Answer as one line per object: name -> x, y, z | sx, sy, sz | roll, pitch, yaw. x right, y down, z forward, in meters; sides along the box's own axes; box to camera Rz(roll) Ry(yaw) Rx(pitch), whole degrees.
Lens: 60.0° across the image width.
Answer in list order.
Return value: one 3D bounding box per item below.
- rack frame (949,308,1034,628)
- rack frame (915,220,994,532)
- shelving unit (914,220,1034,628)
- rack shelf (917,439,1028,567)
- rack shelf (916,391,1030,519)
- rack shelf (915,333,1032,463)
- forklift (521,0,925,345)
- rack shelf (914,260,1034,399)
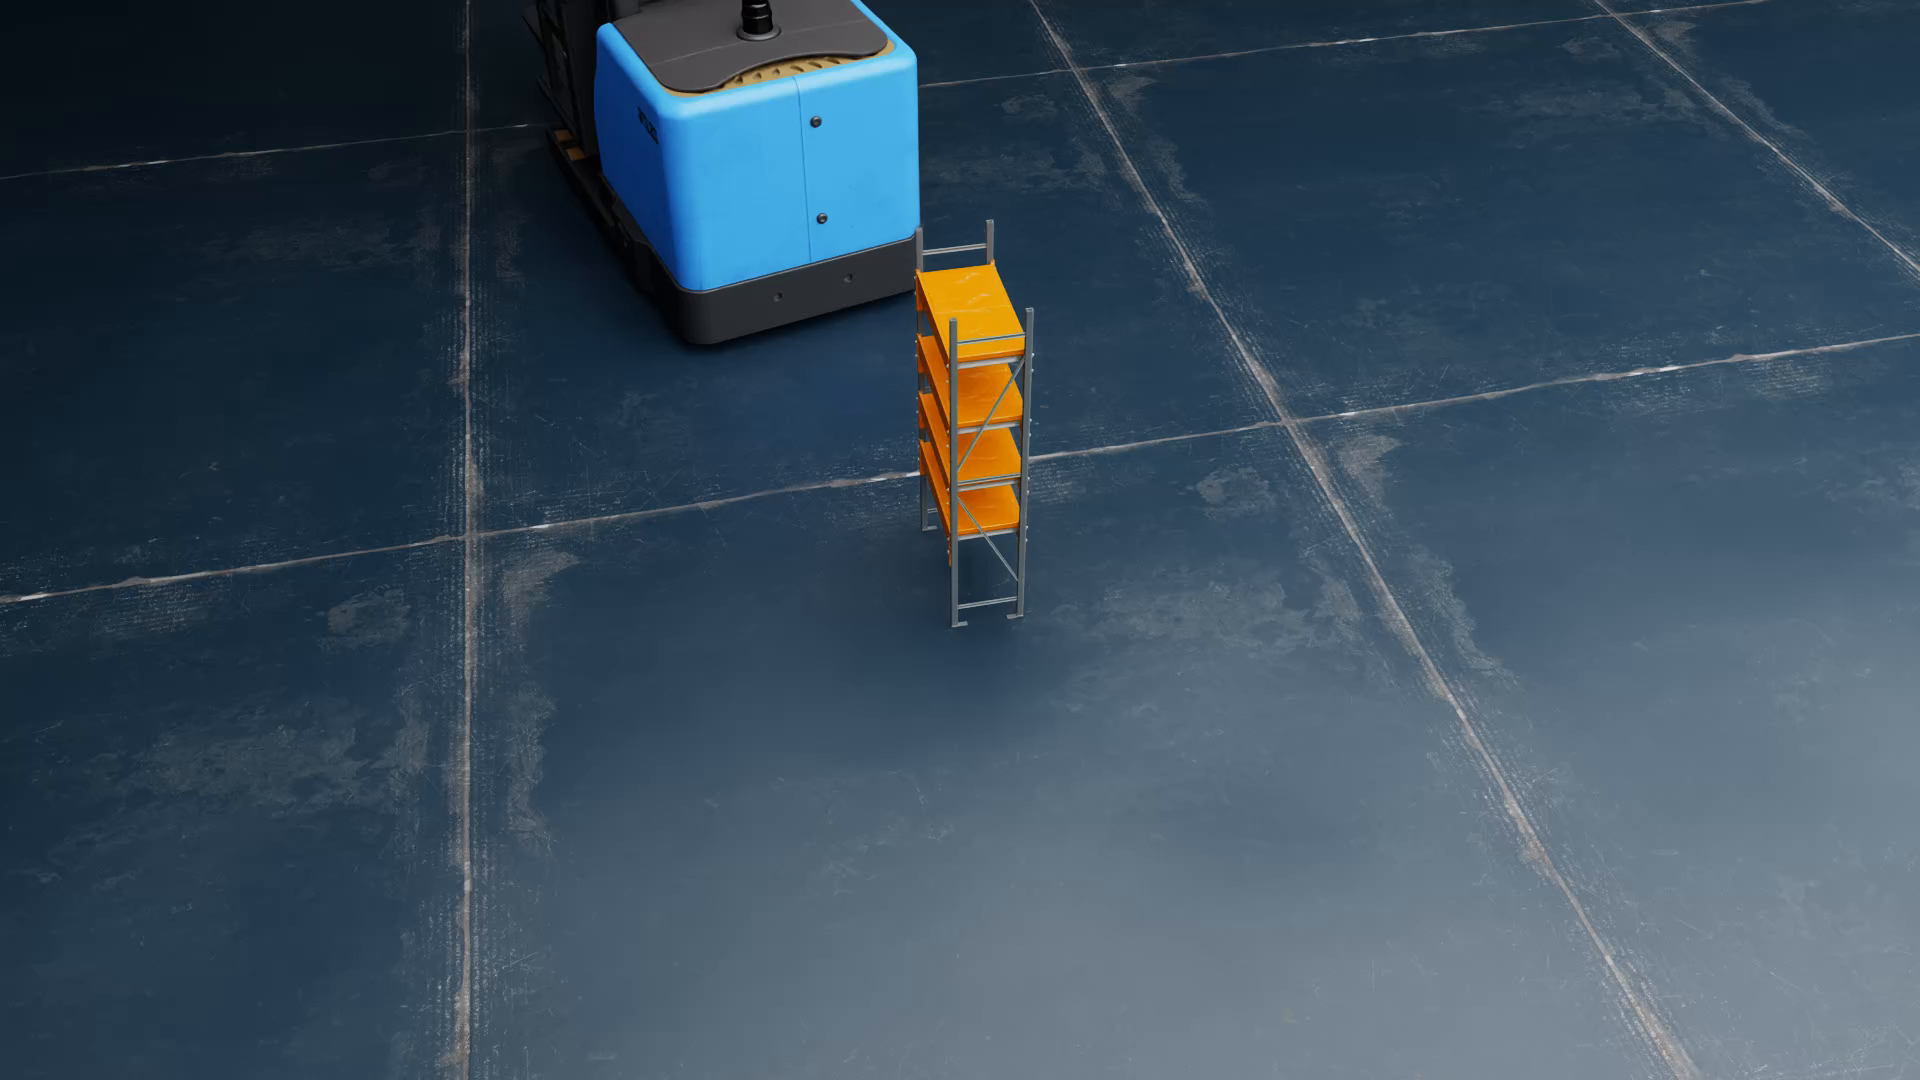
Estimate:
rack frame -> 0.088, -0.183, 5.053 | 0.240, 1.200, 0.015 | -8, 42, -9
rack frame -> -0.017, -0.500, 5.409 | 0.240, 1.200, 0.015 | -8, 42, -9
shelving unit -> 0.036, -0.341, 5.231 | 0.258, 1.200, 0.503 | -8, 42, -9
rack shelf -> 0.036, -0.143, 5.407 | 0.258, 0.148, 0.480 | -8, 42, -9
rack shelf -> 0.036, -0.291, 5.275 | 0.258, 0.148, 0.480 | -8, 42, -9
rack shelf -> 0.036, -0.458, 5.127 | 0.258, 0.148, 0.480 | -8, 42, -9
forklift -> -1.255, -2.836, 6.737 | 1.130, 2.935, 3.031 | -18, 45, -20
rack shelf -> 0.036, -0.635, 4.970 | 0.258, 0.148, 0.480 | -8, 42, -9
